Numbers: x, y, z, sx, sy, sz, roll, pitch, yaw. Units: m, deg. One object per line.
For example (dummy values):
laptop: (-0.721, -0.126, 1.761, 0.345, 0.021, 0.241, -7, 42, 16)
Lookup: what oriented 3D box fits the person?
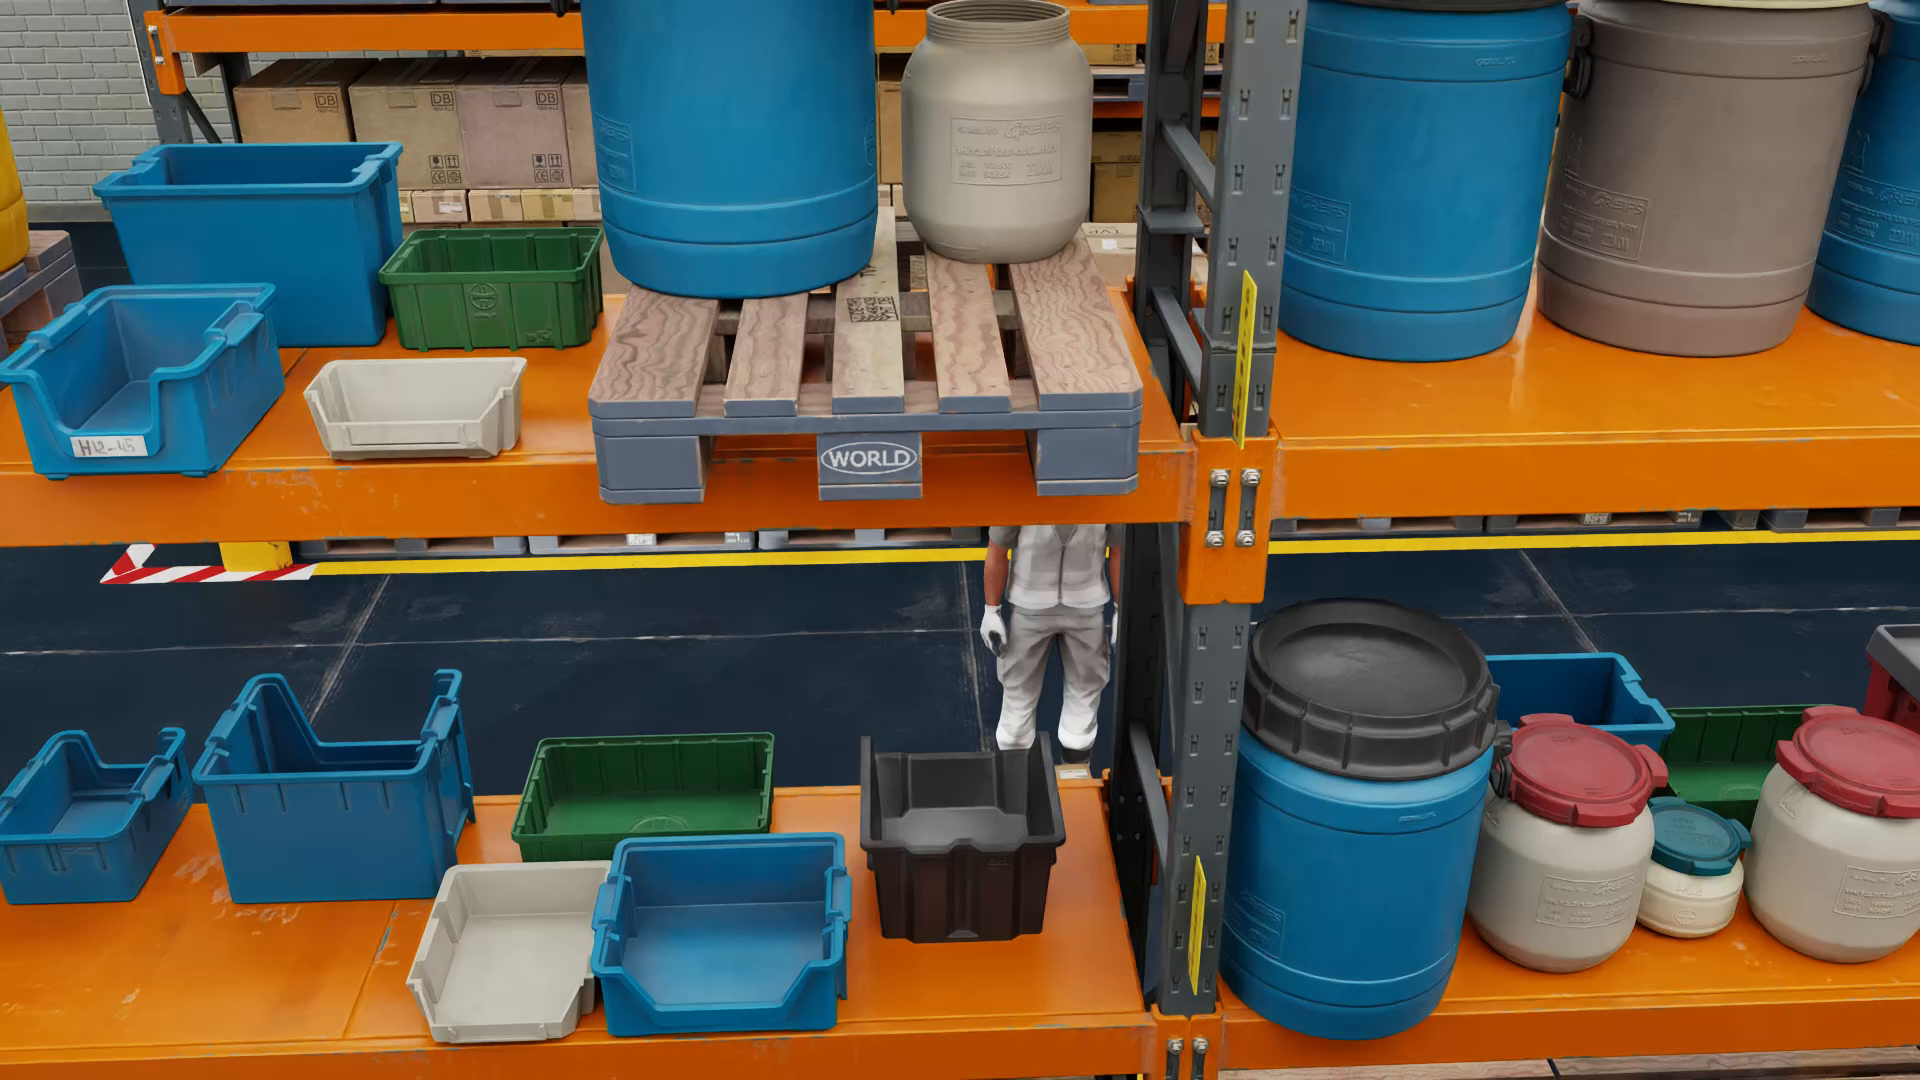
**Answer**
person: (0.384, 0.296, 6.528, 0.581, 1.780, 0.449, -1, 27, -3)
